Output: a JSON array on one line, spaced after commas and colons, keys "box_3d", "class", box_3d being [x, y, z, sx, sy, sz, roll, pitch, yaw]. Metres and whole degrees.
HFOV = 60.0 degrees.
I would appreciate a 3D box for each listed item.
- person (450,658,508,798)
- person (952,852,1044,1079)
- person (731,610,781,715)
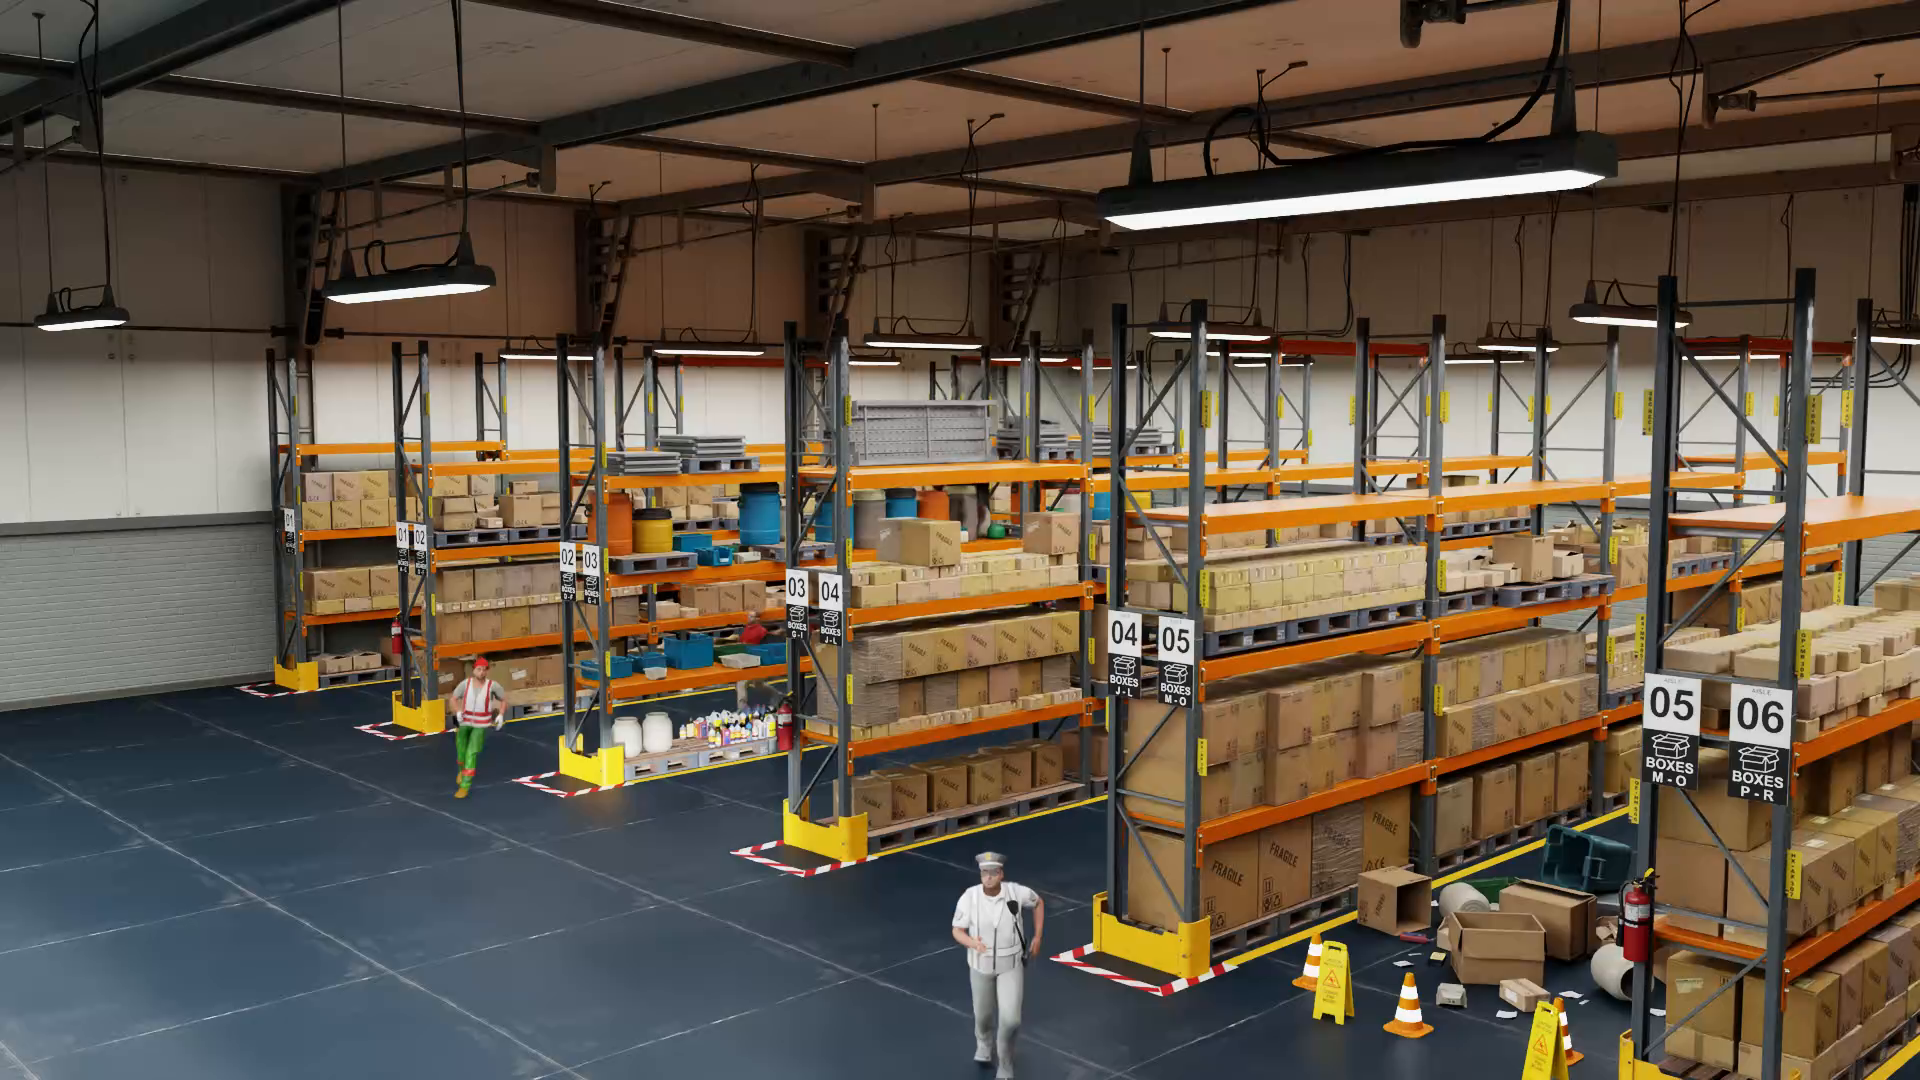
[{"box_3d": [-6.270, 2.407, 21.649, 0.723, 1.757, 0.865, 0, 5, -5], "class": "person"}, {"box_3d": [0.282, 3.204, 12.514, 0.673, 1.794, 0.880, 1, 5, 6], "class": "person"}, {"box_3d": [-3.344, 1.975, 26.909, 0.673, 1.699, 0.923, 4, 7, 42], "class": "person"}]
